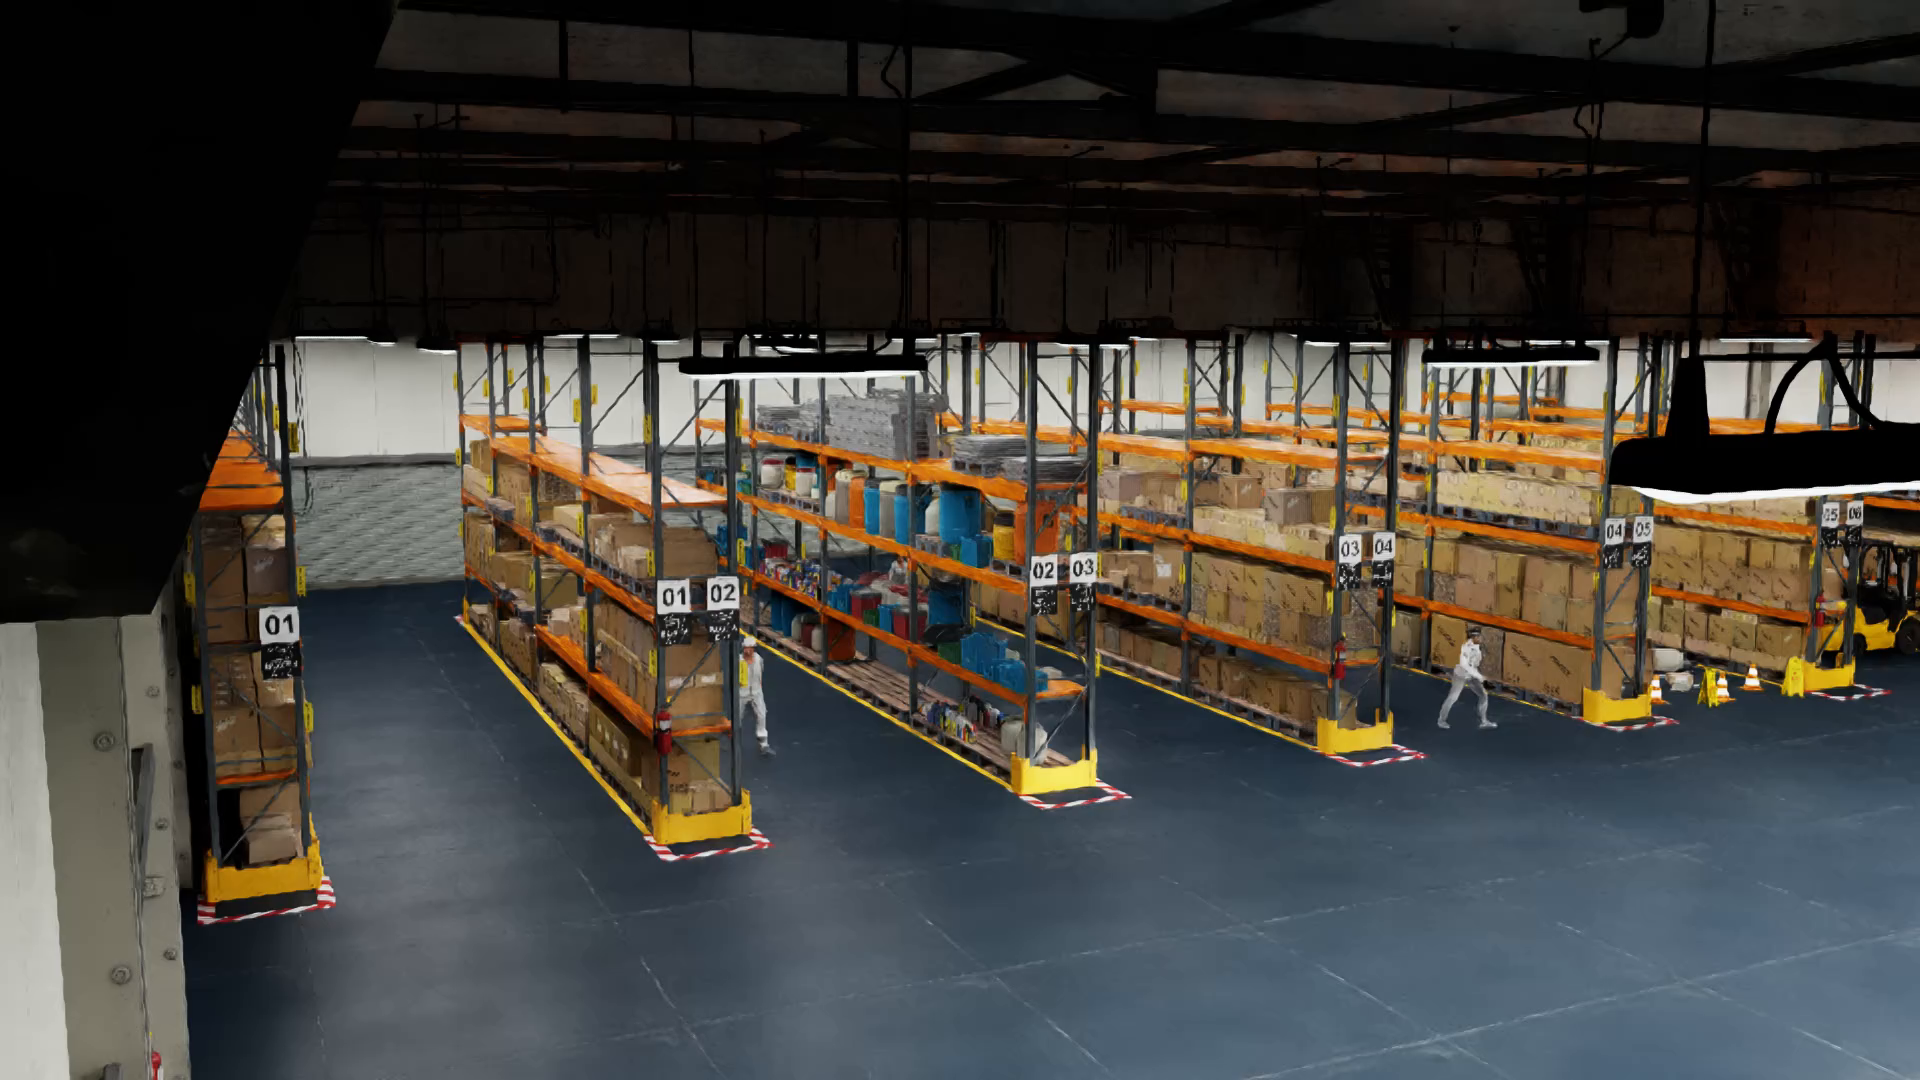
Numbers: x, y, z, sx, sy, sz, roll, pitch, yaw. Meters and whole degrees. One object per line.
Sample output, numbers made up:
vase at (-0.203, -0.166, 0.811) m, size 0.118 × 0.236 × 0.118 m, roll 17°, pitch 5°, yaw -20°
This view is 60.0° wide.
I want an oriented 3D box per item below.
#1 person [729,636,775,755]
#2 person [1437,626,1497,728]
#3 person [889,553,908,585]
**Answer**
person at (-3.064, 2.227, 24.122) m, size 0.557 × 1.708 × 1.125 m, roll -4°, pitch 9°, yaw -26°
person at (7.776, 2.096, 25.527) m, size 0.644 × 1.615 × 0.783 m, roll -7°, pitch 10°, yaw -43°
person at (-1.245, 0.954, 34.209) m, size 0.416 × 1.507 × 1.039 m, roll -4°, pitch 9°, yaw -26°
